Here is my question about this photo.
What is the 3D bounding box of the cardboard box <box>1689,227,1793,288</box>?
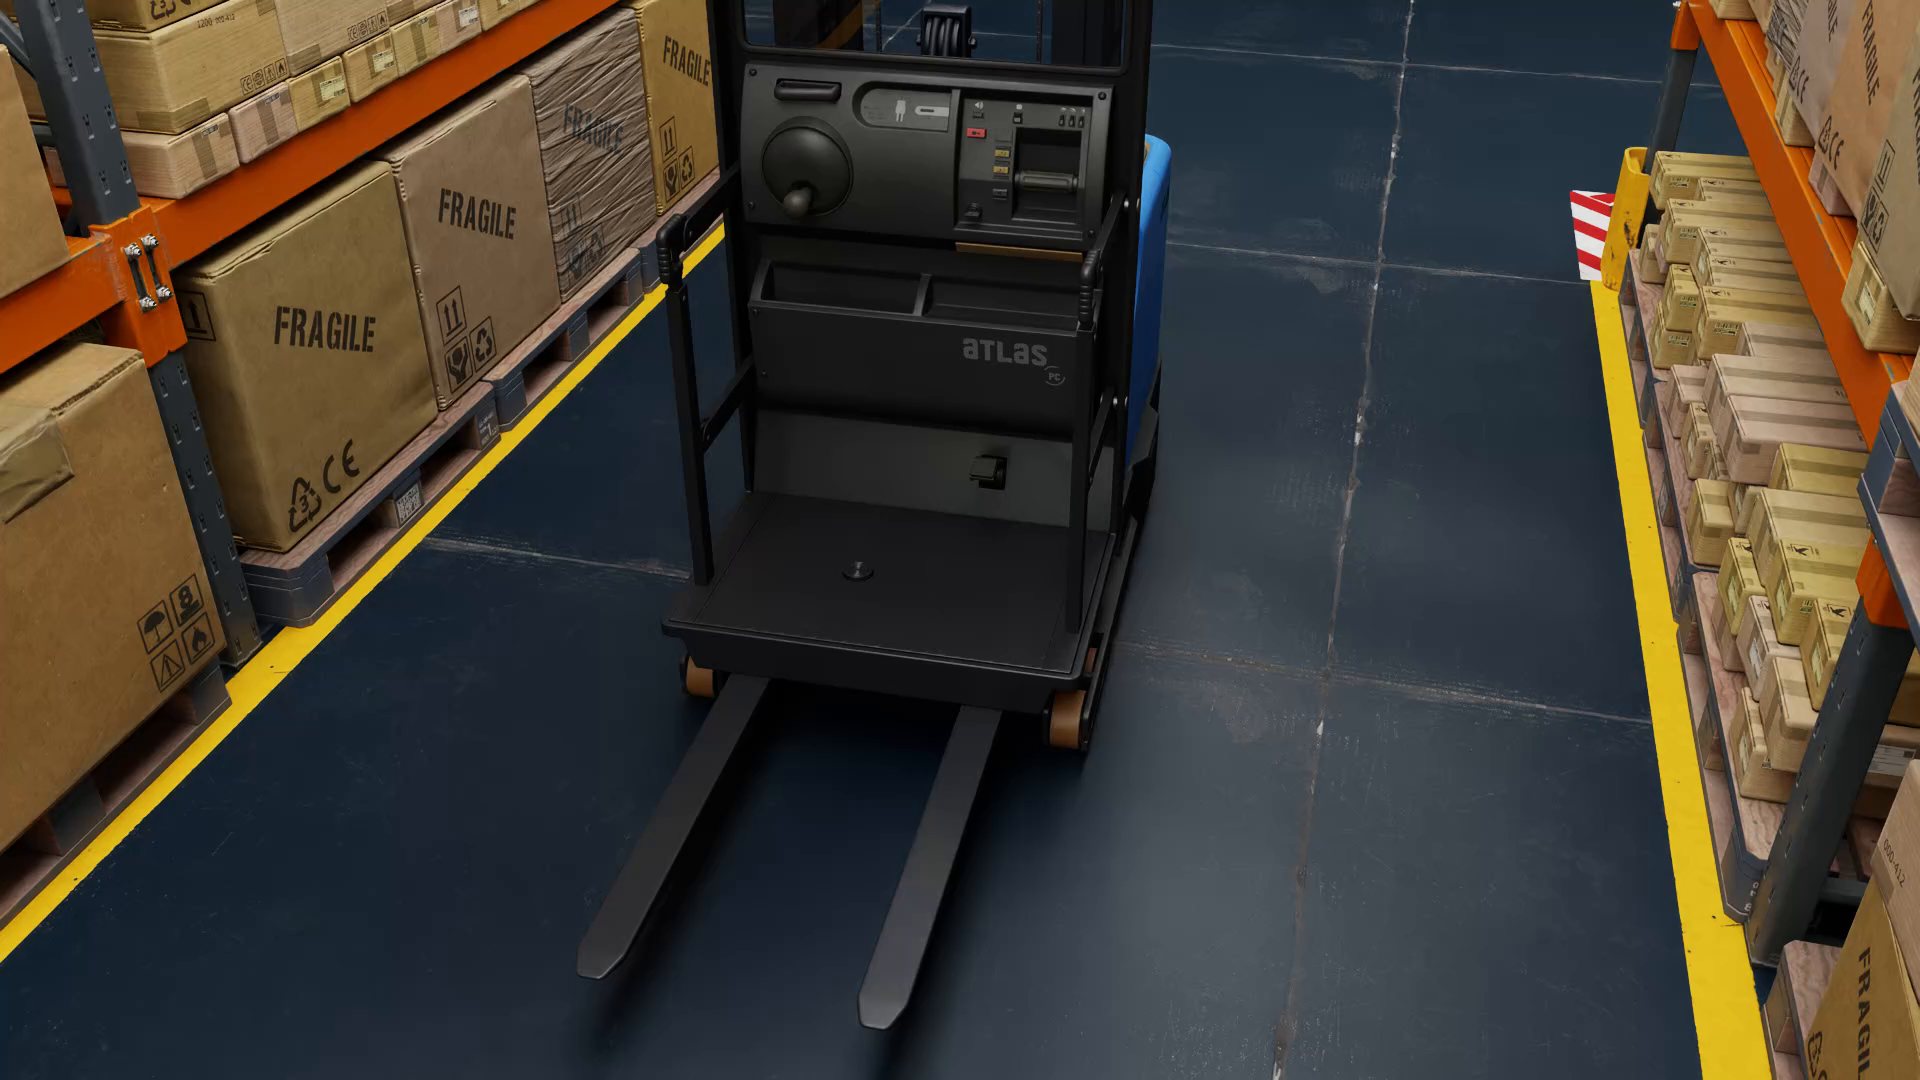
[{"bbox_3d":[2.705,-0.933,5.633,0.380,0.149,0.250,6,33,10],"label":"cardboard box"}]

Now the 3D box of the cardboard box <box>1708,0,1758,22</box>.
[{"bbox_3d":[2.748,-1.847,5.593,0.380,0.149,0.250,7,33,11],"label":"cardboard box"}]

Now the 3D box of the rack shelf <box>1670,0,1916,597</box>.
[{"bbox_3d":[2.784,-1.005,4.705,1.077,0.370,4.000,8,33,12],"label":"rack shelf"}]

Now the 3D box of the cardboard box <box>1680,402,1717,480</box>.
[{"bbox_3d":[2.469,-0.288,5.172,0.380,0.149,0.250,8,33,12],"label":"cardboard box"}]

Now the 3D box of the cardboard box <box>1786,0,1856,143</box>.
[{"bbox_3d":[2.386,-1.255,4.058,0.500,0.500,0.500,8,33,12],"label":"cardboard box"}]

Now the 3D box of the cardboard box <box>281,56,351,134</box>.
[{"bbox_3d":[-1.966,-1.274,4.692,0.380,0.149,0.250,9,34,14],"label":"cardboard box"}]

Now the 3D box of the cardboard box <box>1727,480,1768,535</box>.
[{"bbox_3d":[2.361,-0.112,4.619,0.380,0.149,0.250,9,33,14],"label":"cardboard box"}]

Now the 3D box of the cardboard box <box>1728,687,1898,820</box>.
[{"bbox_3d":[2.046,0.505,3.925,0.380,0.149,0.250,8,33,13],"label":"cardboard box"}]

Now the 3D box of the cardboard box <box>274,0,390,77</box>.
[{"bbox_3d":[-1.992,-1.526,4.717,0.500,0.250,0.500,8,33,12],"label":"cardboard box"}]

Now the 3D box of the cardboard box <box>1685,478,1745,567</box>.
[{"bbox_3d":[2.309,-0.032,4.770,0.380,0.149,0.250,8,33,12],"label":"cardboard box"}]

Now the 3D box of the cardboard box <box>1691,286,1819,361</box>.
[{"bbox_3d":[2.515,-0.660,5.204,0.380,0.149,0.250,9,33,13],"label":"cardboard box"}]

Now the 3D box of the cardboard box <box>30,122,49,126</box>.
[{"bbox_3d":[-2.670,-1.229,4.621,0.380,0.149,0.250,9,33,13],"label":"cardboard box"}]

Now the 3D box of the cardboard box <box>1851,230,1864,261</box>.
[{"bbox_3d":[2.208,-0.624,3.669,0.380,0.149,0.250,9,34,14],"label":"cardboard box"}]

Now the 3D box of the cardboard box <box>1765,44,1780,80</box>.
[{"bbox_3d":[2.632,-1.432,4.941,0.380,0.149,0.250,7,33,11],"label":"cardboard box"}]

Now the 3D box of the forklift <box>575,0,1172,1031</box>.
[{"bbox_3d":[-0.138,-0.907,3.945,1.130,2.935,3.031,7,33,11],"label":"forklift"}]

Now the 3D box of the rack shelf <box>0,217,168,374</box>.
[{"bbox_3d":[-3.003,0.343,2.585,1.077,0.370,4.000,8,33,12],"label":"rack shelf"}]

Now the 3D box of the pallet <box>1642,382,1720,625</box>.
[{"bbox_3d":[2.720,-0.082,5.183,1.003,0.211,1.213,8,33,12],"label":"pallet"}]

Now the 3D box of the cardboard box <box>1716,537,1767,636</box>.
[{"bbox_3d":[2.156,0.139,4.223,0.380,0.149,0.250,7,33,11],"label":"cardboard box"}]

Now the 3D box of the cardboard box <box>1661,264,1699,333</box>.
[{"bbox_3d":[2.639,-0.817,5.728,0.380,0.149,0.250,9,34,14],"label":"cardboard box"}]

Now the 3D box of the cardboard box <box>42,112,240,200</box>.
[{"bbox_3d":[-2.099,-1.001,4.262,0.380,0.149,0.250,8,33,12],"label":"cardboard box"}]

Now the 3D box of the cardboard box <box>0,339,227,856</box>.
[{"bbox_3d":[-2.639,0.056,3.955,1.225,0.875,0.875,8,33,13],"label":"cardboard box"}]

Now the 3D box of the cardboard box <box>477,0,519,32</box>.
[{"bbox_3d":[-1.705,-1.810,5.535,0.380,0.149,0.250,7,33,11],"label":"cardboard box"}]

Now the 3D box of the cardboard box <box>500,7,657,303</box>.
[{"bbox_3d":[-1.797,-1.539,6.465,0.875,0.875,0.875,8,33,12],"label":"cardboard box"}]

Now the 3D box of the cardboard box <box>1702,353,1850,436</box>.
[{"bbox_3d":[2.375,-0.403,4.799,0.380,0.149,0.250,7,33,11],"label":"cardboard box"}]

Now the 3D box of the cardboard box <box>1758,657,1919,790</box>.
[{"bbox_3d":[2.049,0.423,3.777,0.380,0.149,0.250,9,33,13],"label":"cardboard box"}]

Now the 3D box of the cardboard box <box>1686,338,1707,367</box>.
[{"bbox_3d":[2.662,-0.552,5.589,0.380,0.149,0.250,8,33,12],"label":"cardboard box"}]

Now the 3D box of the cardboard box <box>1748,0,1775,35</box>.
[{"bbox_3d":[2.663,-1.785,4.891,0.500,0.500,0.500,8,33,13],"label":"cardboard box"}]

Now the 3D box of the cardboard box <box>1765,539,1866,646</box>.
[{"bbox_3d":[2.141,0.146,3.935,0.380,0.149,0.250,8,33,13],"label":"cardboard box"}]

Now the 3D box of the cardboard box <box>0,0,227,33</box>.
[{"bbox_3d":[-2.127,-1.591,4.120,0.500,0.500,0.500,8,33,12],"label":"cardboard box"}]

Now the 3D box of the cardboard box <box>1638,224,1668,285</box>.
[{"bbox_3d":[2.849,-1.092,6.438,0.380,0.149,0.250,9,33,13],"label":"cardboard box"}]

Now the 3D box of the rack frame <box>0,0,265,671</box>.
[{"bbox_3d":[-2.496,-0.998,4.024,1.000,3.000,0.127,8,33,12],"label":"rack frame"}]

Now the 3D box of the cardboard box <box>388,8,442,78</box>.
[{"bbox_3d":[-1.836,-1.543,5.116,0.380,0.149,0.250,8,33,12],"label":"cardboard box"}]

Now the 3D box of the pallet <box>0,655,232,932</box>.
[{"bbox_3d":[-2.619,0.589,4.127,1.003,0.211,1.213,8,33,12],"label":"pallet"}]

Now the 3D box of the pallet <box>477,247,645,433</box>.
[{"bbox_3d":[-1.919,-0.841,6.375,1.003,0.211,1.213,8,33,12],"label":"pallet"}]

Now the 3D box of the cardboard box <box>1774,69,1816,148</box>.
[{"bbox_3d":[2.450,-1.166,4.522,0.380,0.149,0.250,9,33,13],"label":"cardboard box"}]

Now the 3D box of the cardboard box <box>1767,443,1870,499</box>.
[{"bbox_3d":[2.339,-0.108,4.335,0.380,0.149,0.250,9,34,14],"label":"cardboard box"}]

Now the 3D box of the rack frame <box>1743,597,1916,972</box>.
[{"bbox_3d":[2.276,-0.271,2.880,1.000,3.000,0.127,8,33,12],"label":"rack frame"}]

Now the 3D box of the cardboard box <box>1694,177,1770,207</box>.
[{"bbox_3d":[2.876,-1.186,6.032,0.380,0.149,0.250,9,33,13],"label":"cardboard box"}]

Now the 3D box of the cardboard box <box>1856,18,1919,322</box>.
[{"bbox_3d":[2.126,-0.728,3.228,0.500,0.500,0.500,8,33,12],"label":"cardboard box"}]

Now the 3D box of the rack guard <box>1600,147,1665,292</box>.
[{"bbox_3d":[3.272,-1.252,6.753,1.175,0.500,0.348,8,33,12],"label":"rack guard"}]

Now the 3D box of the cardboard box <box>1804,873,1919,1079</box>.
[{"bbox_3d":[1.832,0.954,2.891,0.500,0.500,0.500,9,34,14],"label":"cardboard box"}]

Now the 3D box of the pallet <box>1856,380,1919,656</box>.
[{"bbox_3d":[1.942,0.187,2.338,1.003,0.211,1.213,8,33,12],"label":"pallet"}]

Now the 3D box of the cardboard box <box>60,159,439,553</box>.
[{"bbox_3d":[-2.251,-0.610,5.003,0.875,0.875,0.875,8,33,12],"label":"cardboard box"}]
